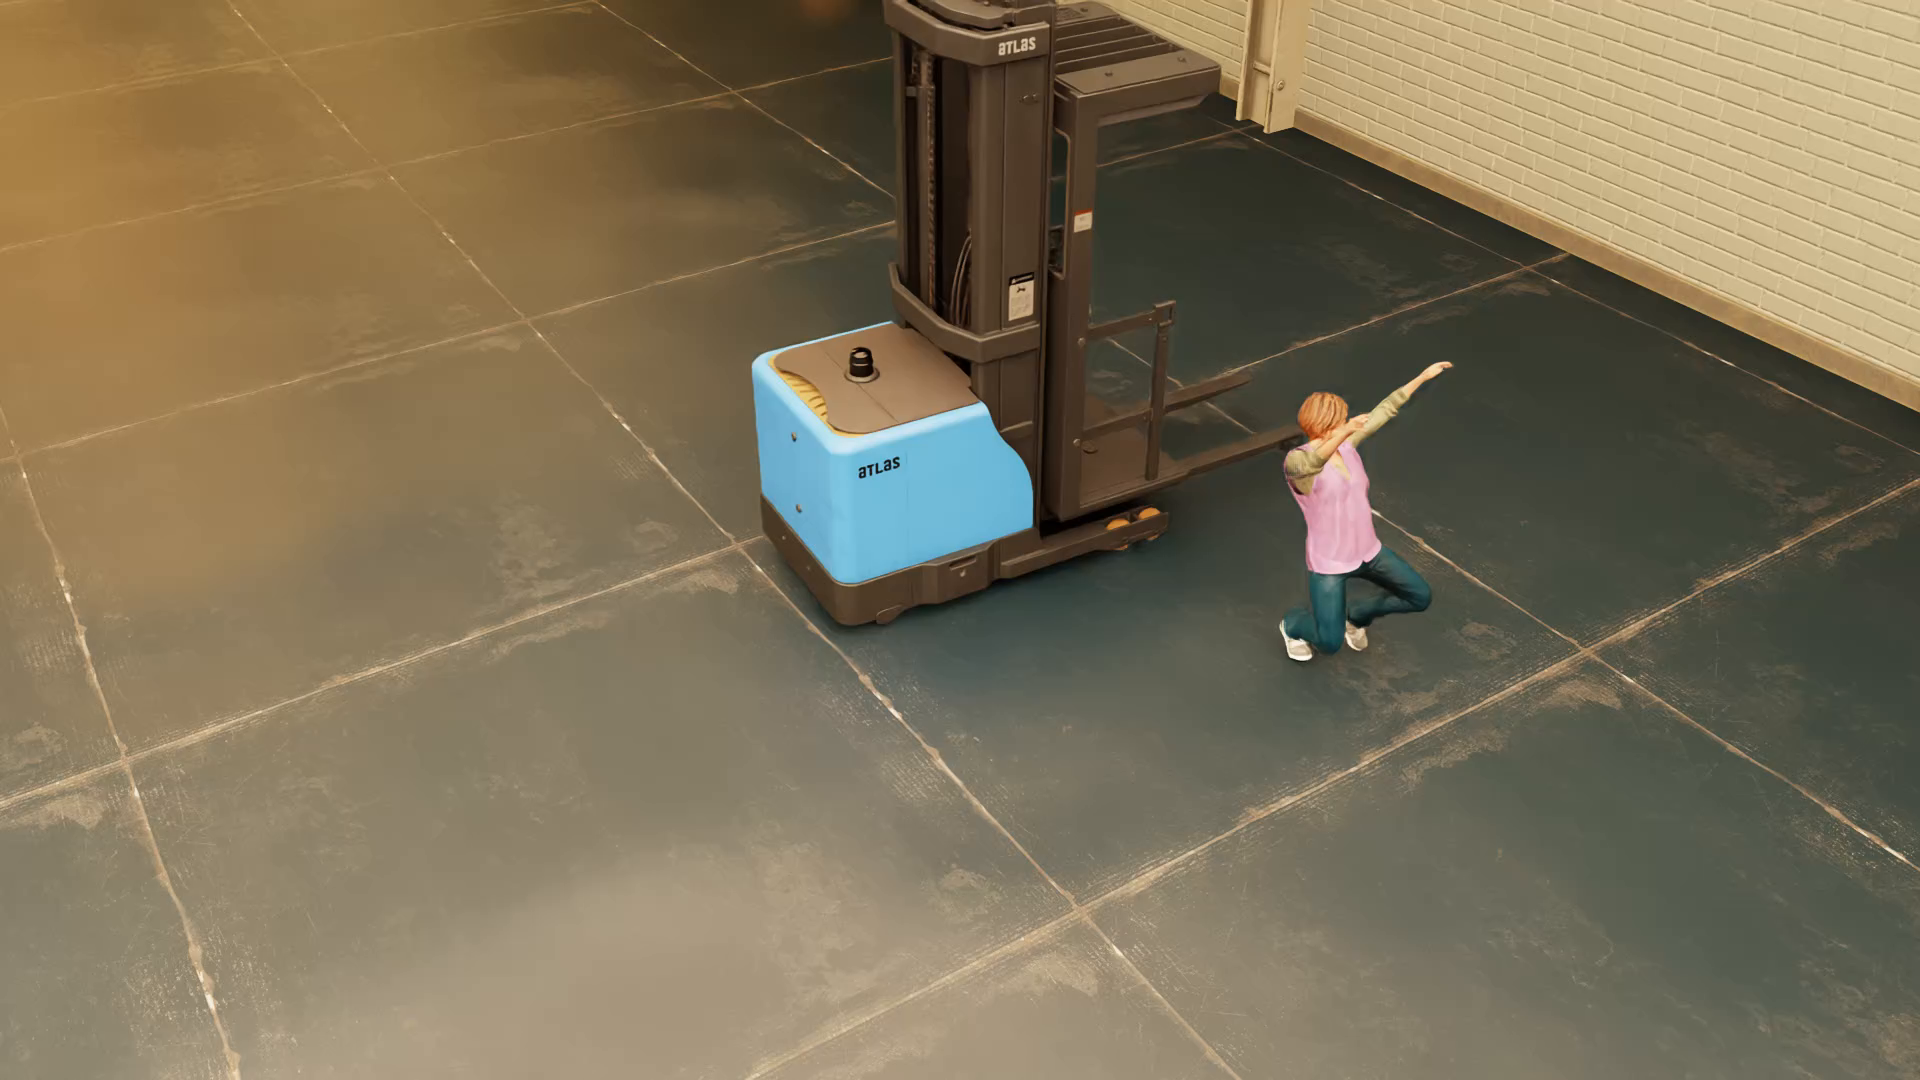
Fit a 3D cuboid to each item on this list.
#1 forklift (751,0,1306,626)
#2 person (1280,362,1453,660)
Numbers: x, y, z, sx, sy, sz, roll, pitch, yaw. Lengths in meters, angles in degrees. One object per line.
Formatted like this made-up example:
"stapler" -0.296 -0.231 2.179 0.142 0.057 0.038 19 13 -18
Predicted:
"forklift" 0.507 -1.393 8.130 3.031 2.935 1.130 -18 39 -23
"person" 1.807 -0.086 7.493 0.873 1.502 0.697 -20 40 -26
